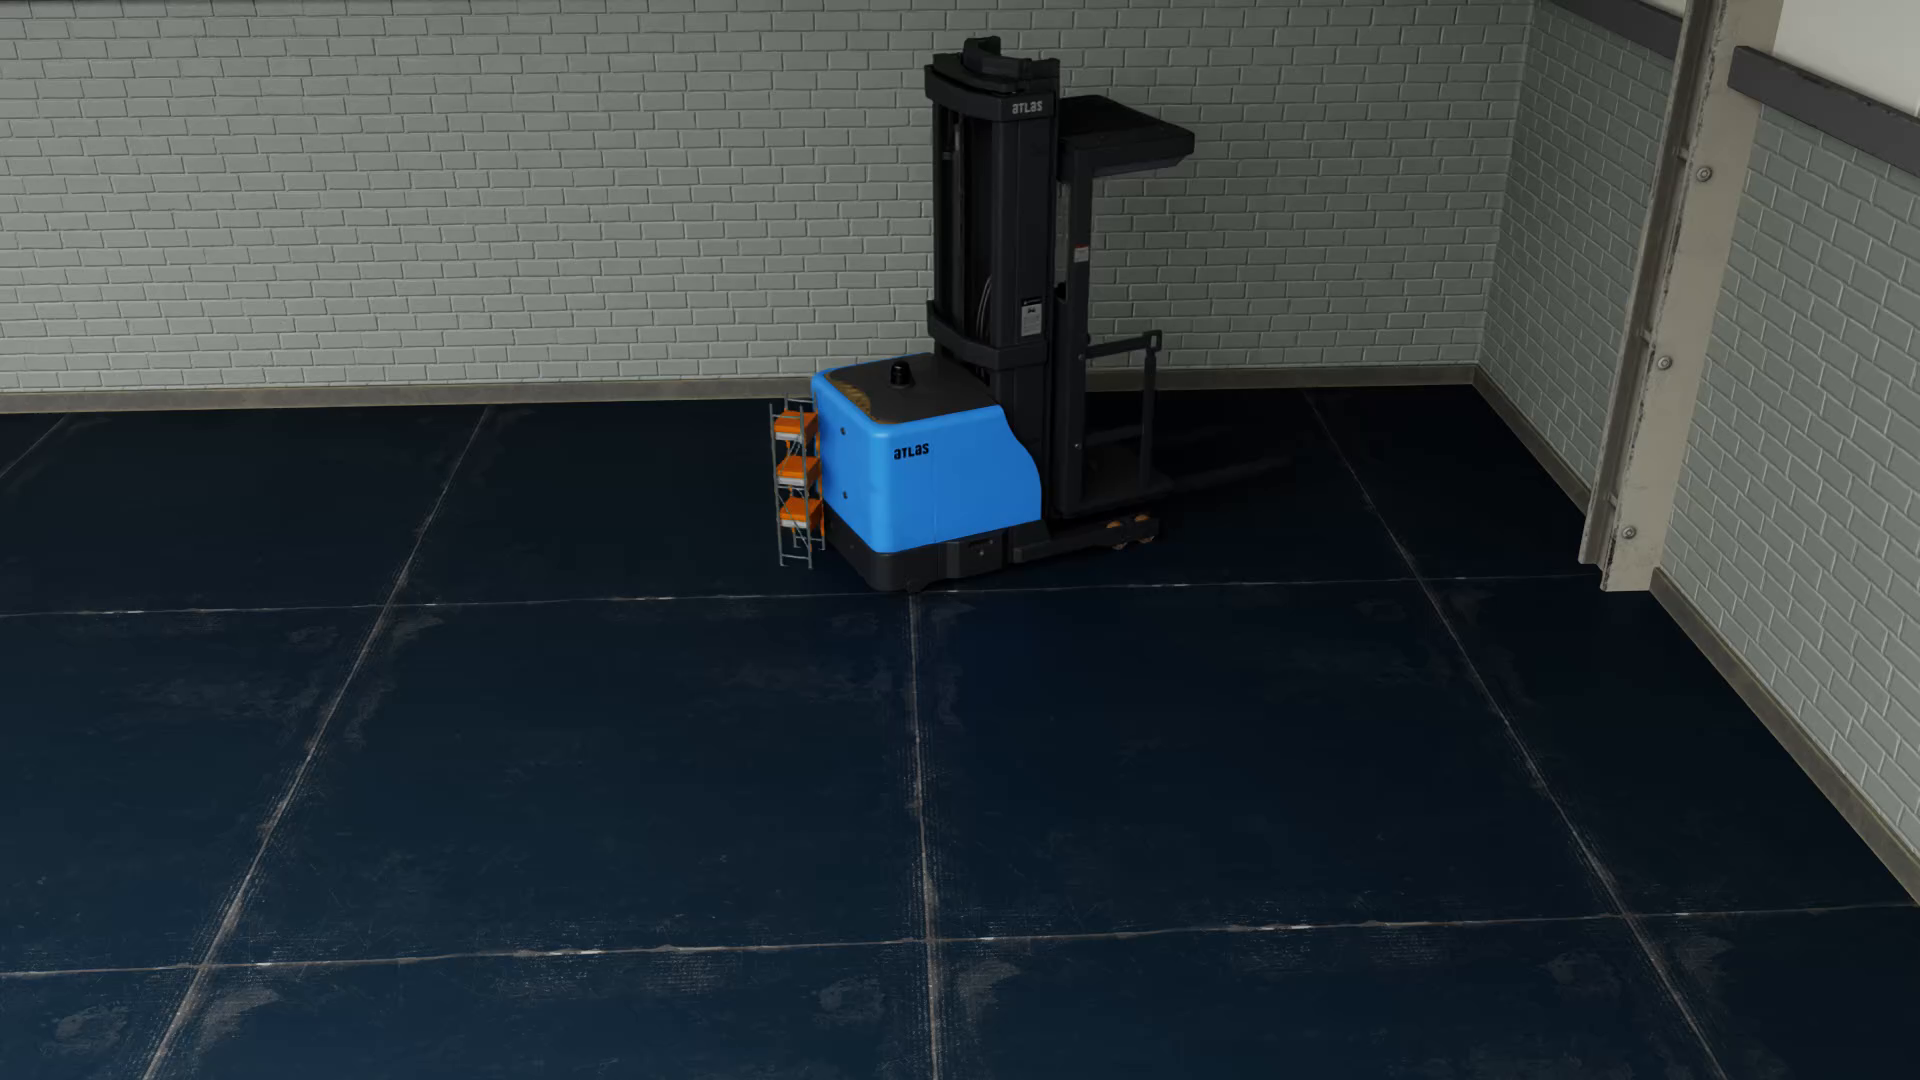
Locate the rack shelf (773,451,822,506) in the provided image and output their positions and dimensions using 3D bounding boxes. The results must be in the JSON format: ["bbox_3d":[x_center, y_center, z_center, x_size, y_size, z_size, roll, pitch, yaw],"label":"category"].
[{"bbox_3d":[-0.953,-0.347,9.799,0.215,0.259,0.240,6,28,13],"label":"rack shelf"}]

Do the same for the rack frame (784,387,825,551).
[{"bbox_3d":[-0.923,-0.411,9.899,0.200,1.050,0.008,6,28,13],"label":"rack frame"}]

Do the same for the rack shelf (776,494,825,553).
[{"bbox_3d":[-0.950,-0.100,9.927,0.215,0.259,0.240,6,28,13],"label":"rack shelf"}]

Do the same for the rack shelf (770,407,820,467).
[{"bbox_3d":[-0.956,-0.599,9.669,0.215,0.259,0.240,6,28,13],"label":"rack shelf"}]

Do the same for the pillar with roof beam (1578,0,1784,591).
[{"bbox_3d":[-0.412,-3.683,7.580,9.100,9.000,0.400,-1,28,-3],"label":"pillar with roof beam"}]

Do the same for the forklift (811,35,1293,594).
[{"bbox_3d":[0.656,-1.451,9.862,3.031,2.935,1.130,-13,30,-23],"label":"forklift"}]

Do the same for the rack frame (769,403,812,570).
[{"bbox_3d":[-0.984,-0.301,9.690,0.200,1.050,0.008,6,28,13],"label":"rack frame"}]

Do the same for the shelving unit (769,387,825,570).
[{"bbox_3d":[-0.953,-0.356,9.795,0.215,1.050,0.252,6,28,13],"label":"shelving unit"}]
